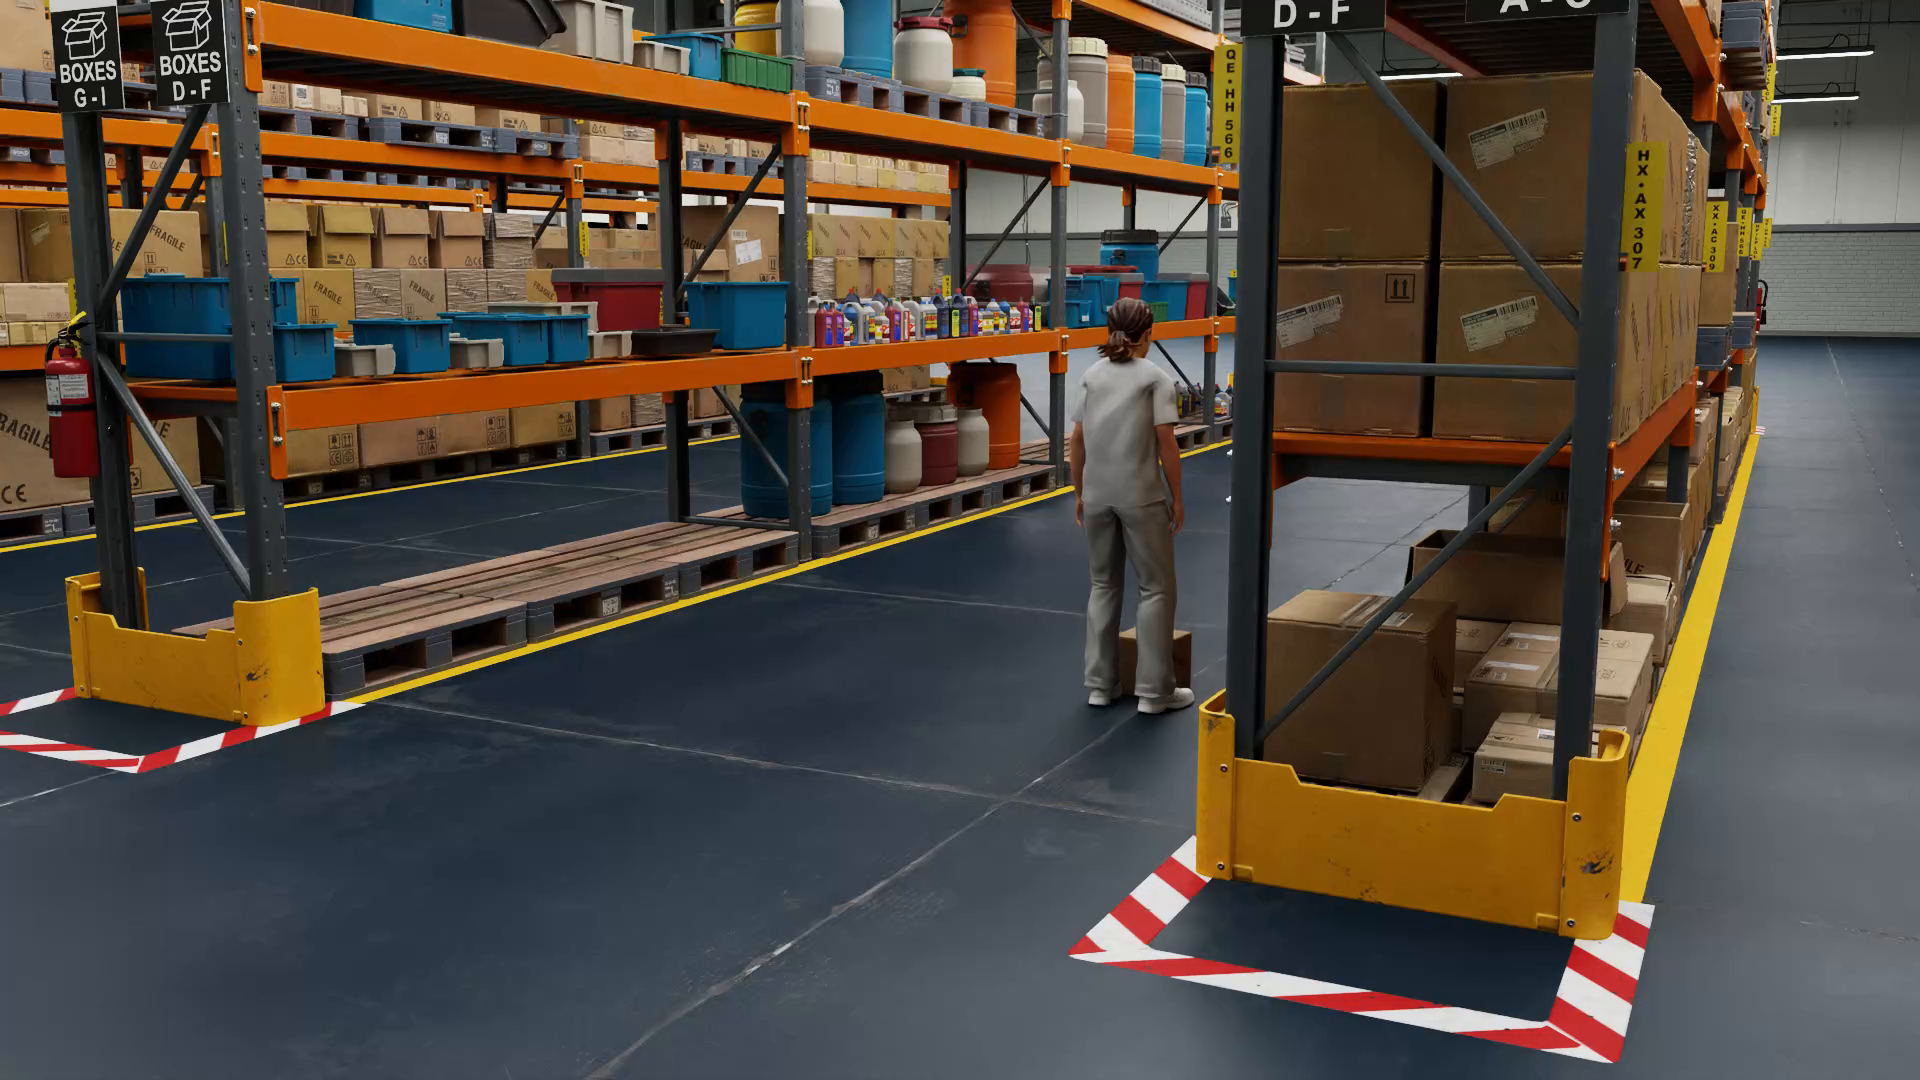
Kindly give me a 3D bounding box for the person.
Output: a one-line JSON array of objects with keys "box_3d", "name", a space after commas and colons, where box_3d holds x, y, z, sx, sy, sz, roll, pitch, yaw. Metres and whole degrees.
[{"box_3d": [0.689, -0.145, 6.779, 0.503, 1.671, 0.365, 5, 11, 30], "name": "person"}]
